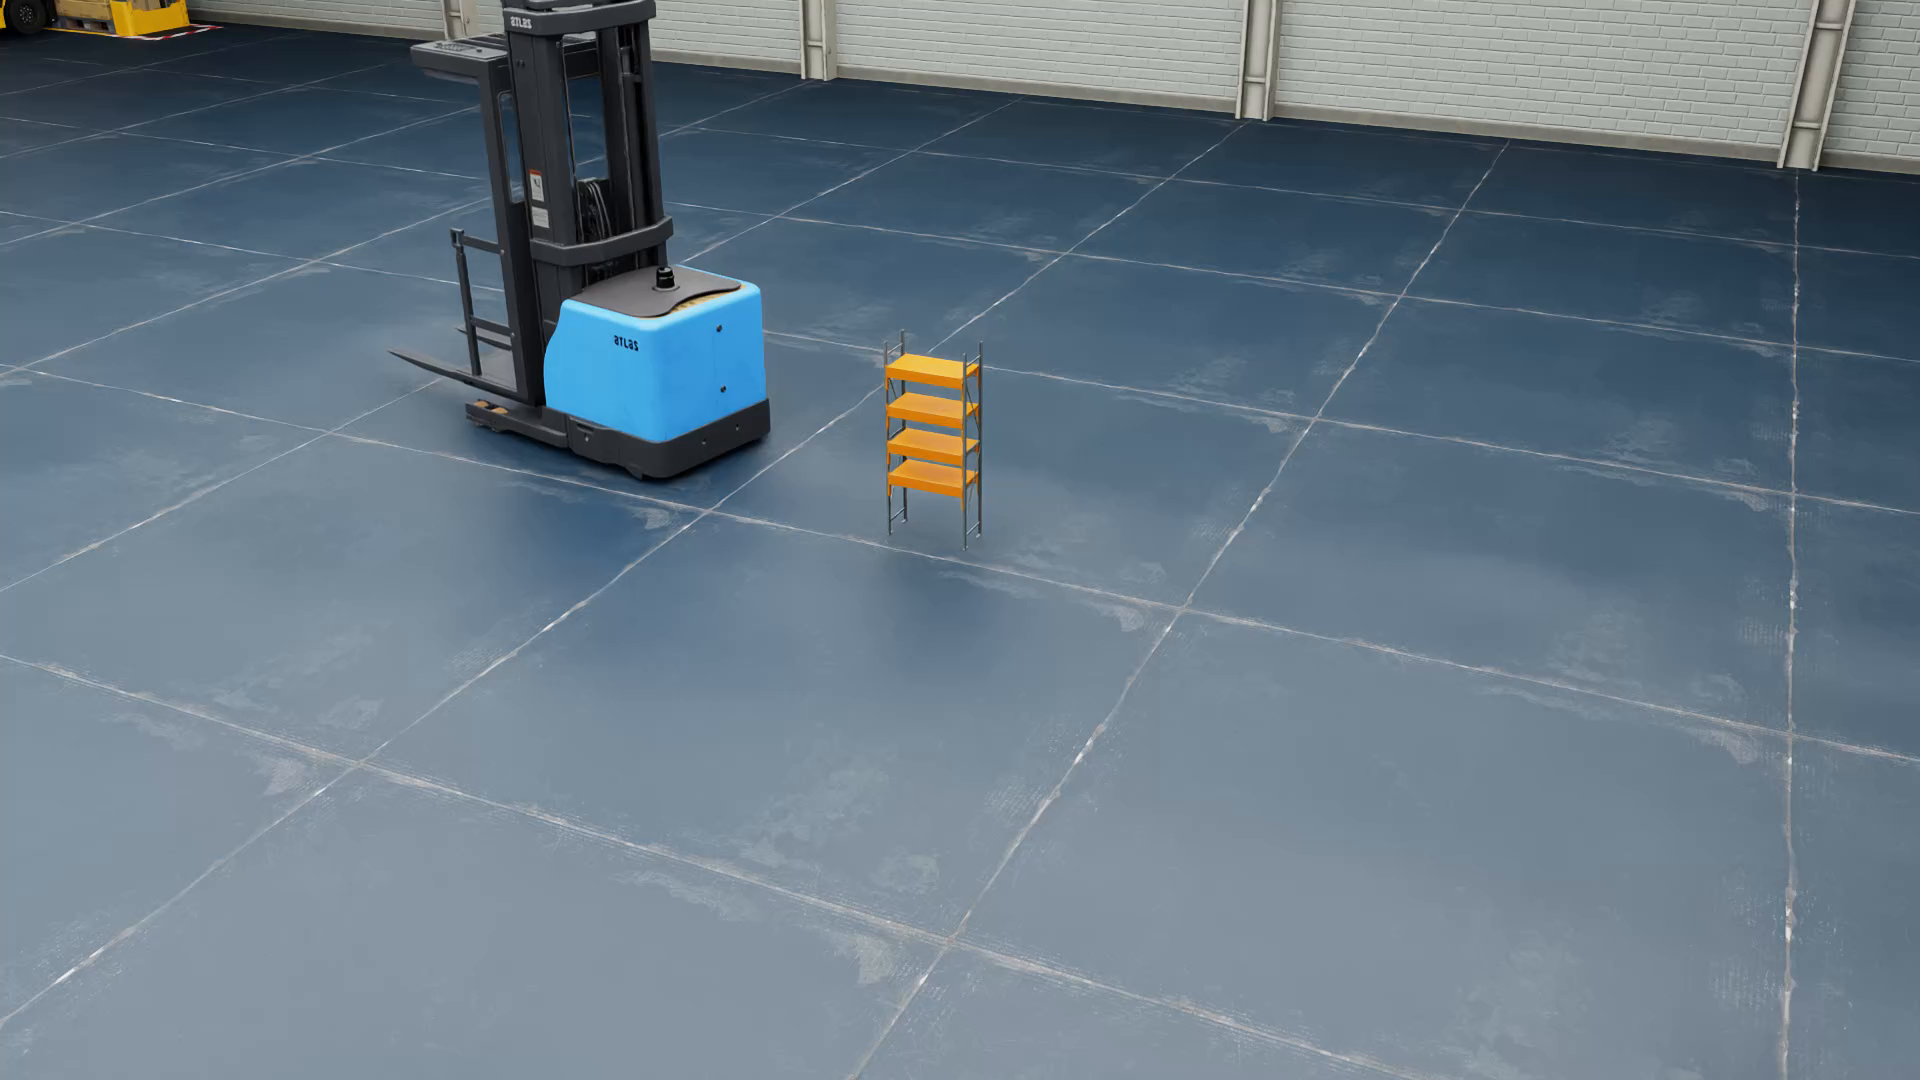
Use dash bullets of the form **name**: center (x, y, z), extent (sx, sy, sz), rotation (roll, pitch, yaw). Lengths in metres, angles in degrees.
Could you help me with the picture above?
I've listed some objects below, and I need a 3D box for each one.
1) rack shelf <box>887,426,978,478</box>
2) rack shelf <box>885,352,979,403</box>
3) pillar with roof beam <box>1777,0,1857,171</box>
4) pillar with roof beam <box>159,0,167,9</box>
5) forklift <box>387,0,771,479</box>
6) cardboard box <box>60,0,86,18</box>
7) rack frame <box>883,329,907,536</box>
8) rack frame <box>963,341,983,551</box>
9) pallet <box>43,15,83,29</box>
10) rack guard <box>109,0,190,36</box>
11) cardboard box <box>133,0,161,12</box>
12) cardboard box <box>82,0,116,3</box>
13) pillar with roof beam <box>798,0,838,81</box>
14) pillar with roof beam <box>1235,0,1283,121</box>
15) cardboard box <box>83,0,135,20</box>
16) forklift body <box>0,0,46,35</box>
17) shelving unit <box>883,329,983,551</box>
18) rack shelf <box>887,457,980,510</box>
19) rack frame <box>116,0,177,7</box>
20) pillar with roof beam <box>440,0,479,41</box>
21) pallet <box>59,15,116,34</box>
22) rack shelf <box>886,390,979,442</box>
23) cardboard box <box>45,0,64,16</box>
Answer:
- **rack shelf**: center (-0.151, -0.508, 9.576), extent (0.480, 0.148, 0.258), rotation (11, 28, 22)
- **rack shelf**: center (-0.151, -0.921, 9.373), extent (0.480, 0.148, 0.258), rotation (11, 28, 22)
- **pillar with roof beam**: center (7.252, -6.339, 12.438), extent (0.400, 9.000, 9.100), rotation (11, 28, 22)
- **pillar with roof beam**: center (-14.596, -10.727, 21.351), extent (0.400, 9.000, 9.100), rotation (11, 28, 22)
- **forklift**: center (-2.742, -2.207, 10.915), extent (3.031, 2.935, 1.130), rotation (18, 32, 33)
- **cardboard box**: center (-13.560, -8.286, 25.821), extent (0.500, 0.250, 0.500), rotation (11, 28, 22)
- **rack frame**: center (-0.373, -0.613, 9.637), extent (0.015, 1.200, 0.240), rotation (11, 28, 22)
- **rack frame**: center (0.071, -0.524, 9.456), extent (0.015, 1.200, 0.240), rotation (11, 28, 22)
- **pallet**: center (-14.373, -8.373, 26.517), extent (1.213, 0.211, 1.003), rotation (11, 28, 22)
- **rack guard**: center (-12.531, -8.151, 25.740), extent (0.348, 0.500, 1.175), rotation (11, 28, 22)
- **cardboard box**: center (-12.919, -8.400, 26.054), extent (0.500, 0.250, 0.500), rotation (11, 28, 22)
- **cardboard box**: center (-13.125, -8.420, 25.527), extent (0.500, 0.250, 0.500), rotation (11, 28, 21)
- **pillar with roof beam**: center (-3.672, -8.533, 16.894), extent (0.400, 9.000, 9.100), rotation (11, 28, 22)
- **pillar with roof beam**: center (1.790, -7.436, 14.666), extent (0.400, 9.000, 9.100), rotation (11, 28, 22)
- **cardboard box**: center (-13.111, -8.191, 25.628), extent (0.500, 0.250, 0.500), rotation (12, 28, 22)
- **forklift body**: center (-15.034, -8.510, 24.599), extent (1.214, 2.155, 2.313), rotation (11, 28, 22)
- **shelving unit**: center (-0.151, -0.569, 9.546), extent (0.503, 1.200, 0.258), rotation (11, 28, 22)
- **rack shelf**: center (-0.151, -0.330, 9.664), extent (0.480, 0.148, 0.258), rotation (11, 28, 22)
- **rack frame**: center (-12.553, -9.277, 25.197), extent (0.127, 3.000, 1.000), rotation (11, 28, 22)
- **pillar with roof beam**: center (-9.134, -9.630, 19.123), extent (0.400, 9.000, 9.100), rotation (11, 28, 22)
- **pallet**: center (-13.266, -8.149, 26.063), extent (1.213, 0.211, 1.003), rotation (11, 28, 22)
- **rack shelf**: center (-0.151, -0.709, 9.477), extent (0.480, 0.148, 0.258), rotation (11, 28, 22)
- **cardboard box**: center (-14.012, -8.381, 26.014), extent (0.500, 0.250, 0.500), rotation (12, 29, 22)
